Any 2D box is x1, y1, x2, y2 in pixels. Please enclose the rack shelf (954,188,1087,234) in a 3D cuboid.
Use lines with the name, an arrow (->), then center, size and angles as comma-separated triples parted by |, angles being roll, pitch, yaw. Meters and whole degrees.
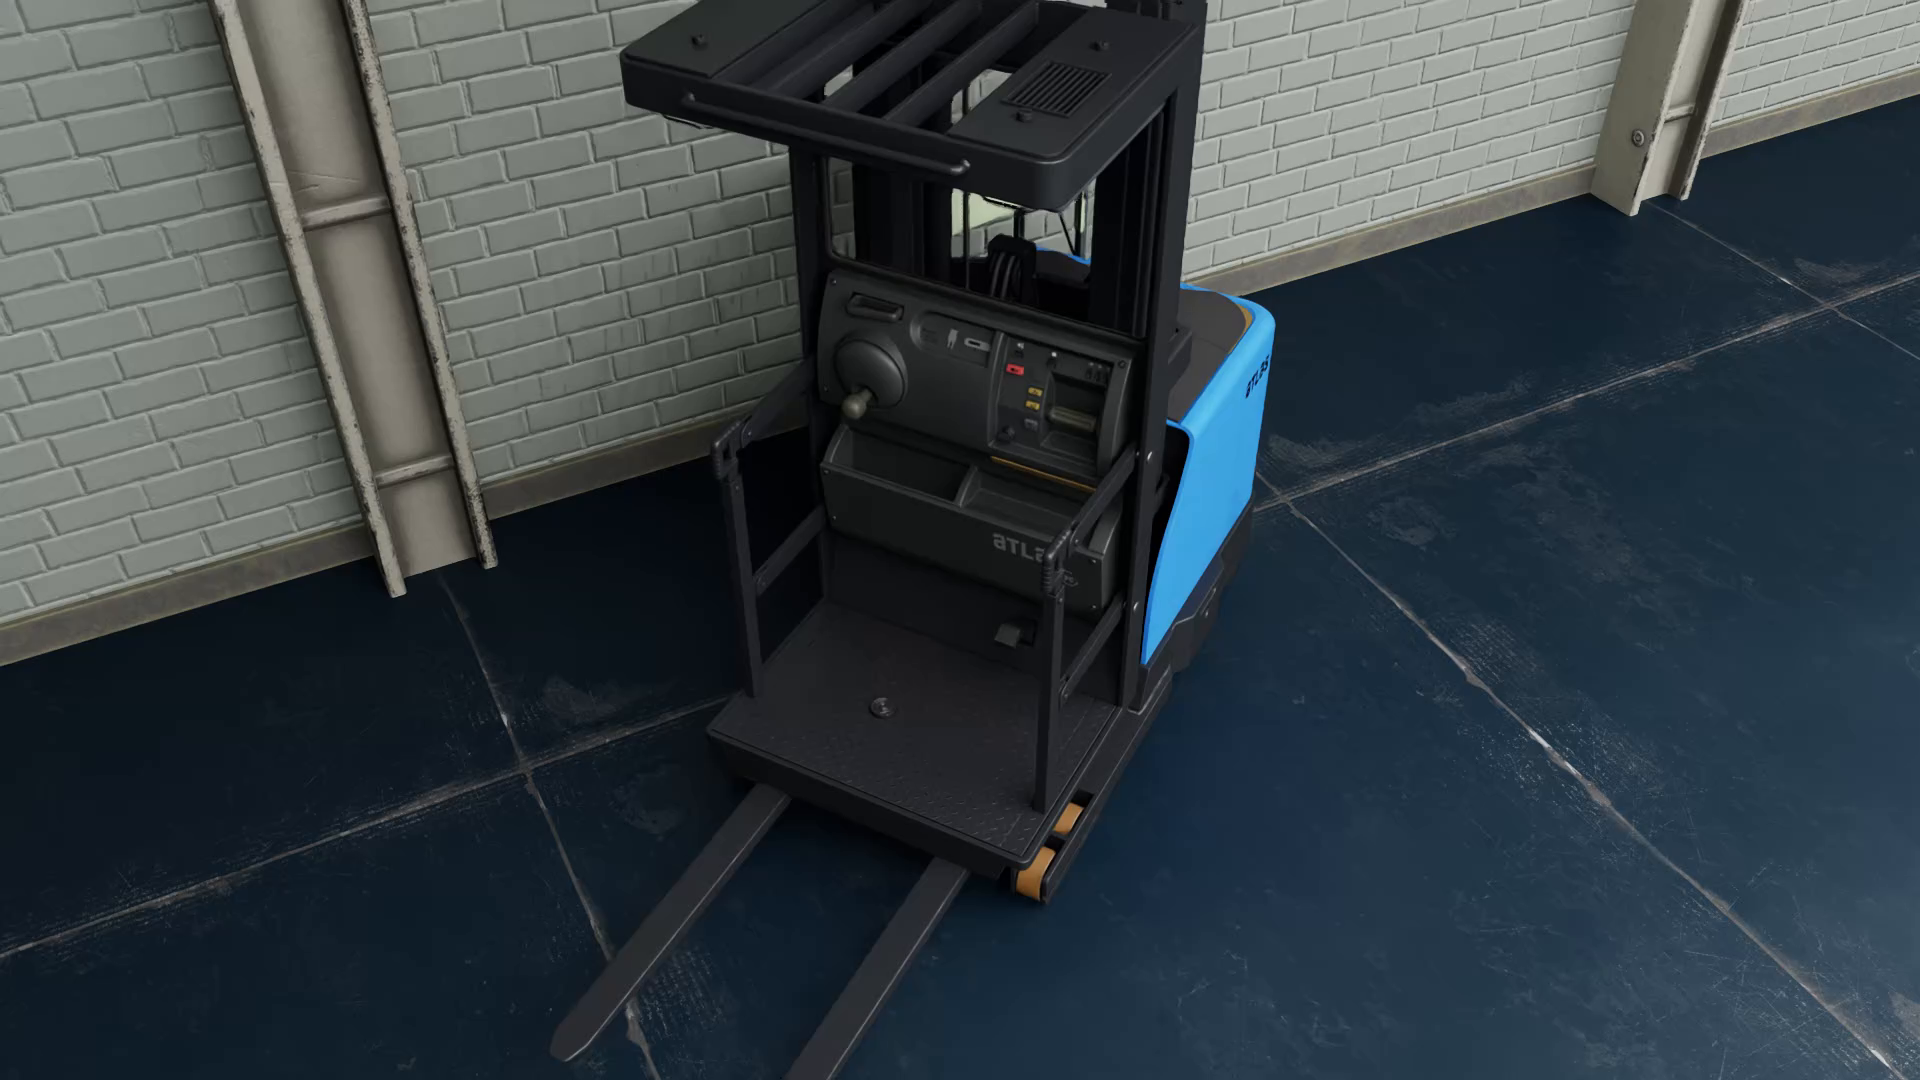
rack shelf -> 0.045, -1.245, 5.956 | 0.720, 0.370, 0.431 | -26, 46, -27

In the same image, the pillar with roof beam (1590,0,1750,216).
pillar with roof beam -> 5.361, -2.696, 2.469 | 0.400, 9.000, 9.100 | -19, 44, -21

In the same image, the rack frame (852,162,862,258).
rack frame -> -0.249, -0.806, 6.041 | 0.023, 1.500, 0.400 | -26, 46, -27

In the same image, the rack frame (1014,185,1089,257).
rack frame -> 0.339, -1.088, 6.374 | 0.023, 1.500, 0.400 | -26, 46, -27

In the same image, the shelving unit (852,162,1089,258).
shelving unit -> 0.045, -0.947, 6.208 | 0.755, 1.500, 0.431 | -26, 46, -27

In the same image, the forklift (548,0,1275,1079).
forklift -> -0.074, -0.377, 4.427 | 1.130, 2.935, 3.031 | 19, 44, 21

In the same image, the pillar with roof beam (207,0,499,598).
pillar with roof beam -> 0.040, -0.905, 0.354 | 0.400, 9.000, 9.100 | -19, 44, -21
